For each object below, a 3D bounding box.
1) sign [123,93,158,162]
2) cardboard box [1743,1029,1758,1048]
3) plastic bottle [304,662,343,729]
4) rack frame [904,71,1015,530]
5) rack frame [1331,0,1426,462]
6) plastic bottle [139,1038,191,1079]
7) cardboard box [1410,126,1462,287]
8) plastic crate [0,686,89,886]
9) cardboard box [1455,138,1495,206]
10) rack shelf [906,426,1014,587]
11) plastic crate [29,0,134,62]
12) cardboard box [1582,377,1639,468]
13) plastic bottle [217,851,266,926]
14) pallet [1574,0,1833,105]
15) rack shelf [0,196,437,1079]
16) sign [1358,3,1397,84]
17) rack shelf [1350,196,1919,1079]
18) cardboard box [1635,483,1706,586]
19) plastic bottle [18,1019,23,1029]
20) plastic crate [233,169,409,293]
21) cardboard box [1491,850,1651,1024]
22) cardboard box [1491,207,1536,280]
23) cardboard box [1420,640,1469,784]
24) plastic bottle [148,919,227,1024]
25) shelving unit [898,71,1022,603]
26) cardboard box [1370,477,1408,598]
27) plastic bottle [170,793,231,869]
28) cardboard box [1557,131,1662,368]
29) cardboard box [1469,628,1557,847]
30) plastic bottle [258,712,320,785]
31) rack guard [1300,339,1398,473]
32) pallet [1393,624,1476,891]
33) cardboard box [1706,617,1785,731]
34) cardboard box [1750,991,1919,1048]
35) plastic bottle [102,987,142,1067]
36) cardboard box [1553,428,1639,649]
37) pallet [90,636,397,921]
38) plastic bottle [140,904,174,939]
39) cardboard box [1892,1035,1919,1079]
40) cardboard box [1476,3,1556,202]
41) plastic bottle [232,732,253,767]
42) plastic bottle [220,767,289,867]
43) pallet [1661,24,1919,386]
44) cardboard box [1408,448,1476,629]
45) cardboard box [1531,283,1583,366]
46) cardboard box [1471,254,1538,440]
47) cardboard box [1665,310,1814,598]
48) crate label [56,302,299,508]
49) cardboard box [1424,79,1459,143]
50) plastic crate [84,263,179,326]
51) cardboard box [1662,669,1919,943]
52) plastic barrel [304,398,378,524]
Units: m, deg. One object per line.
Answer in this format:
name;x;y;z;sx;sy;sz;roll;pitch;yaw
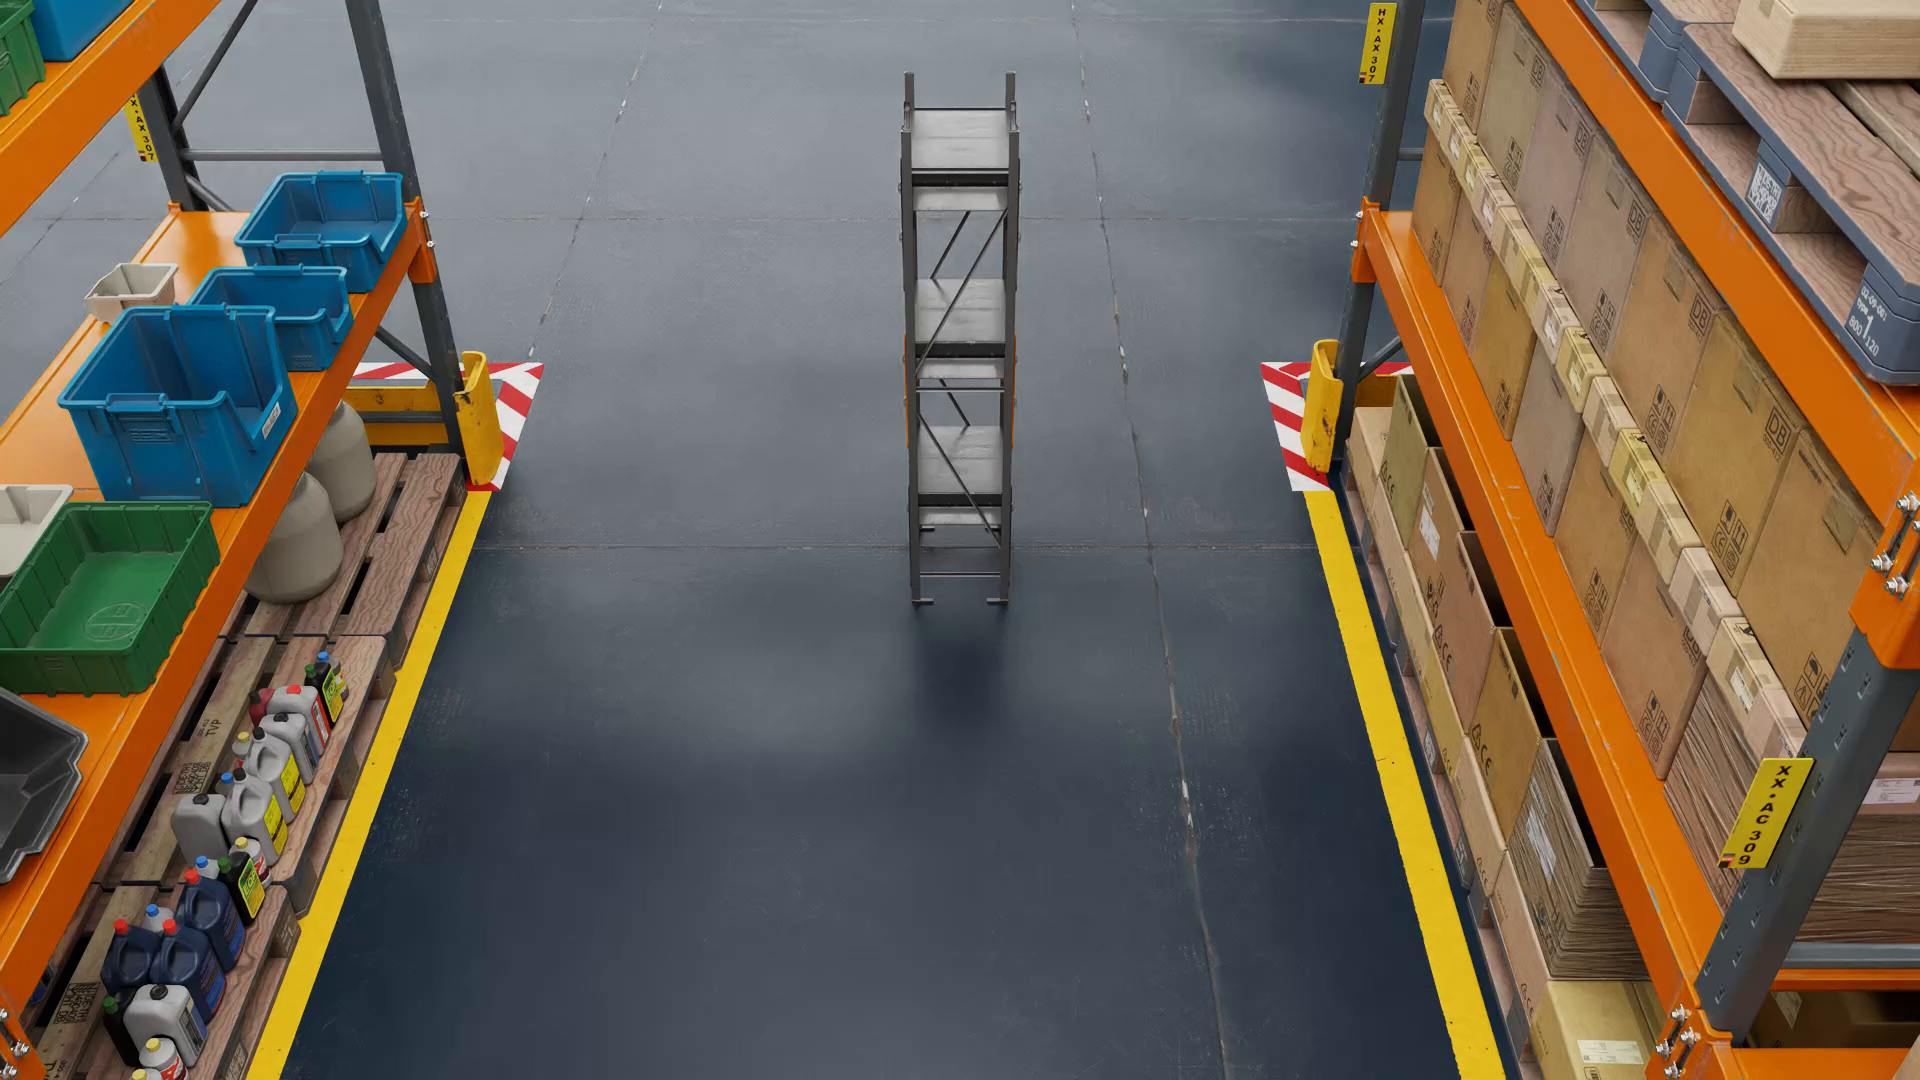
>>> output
sign;-3.311;-1.682;6.729;0.100;0.325;0.005;0;39;0
cardboard box;2.499;1.547;4.784;0.500;0.250;0.500;0;39;0
plastic bottle;-2.302;0.538;6.001;0.061;0.283;0.133;1;39;1
rack frame;0.000;-0.868;6.655;0.400;2.100;0.015;0;39;0
rack frame;2.192;-1.573;6.814;1.000;3.000;0.127;0;39;0
plastic bottle;-2.319;1.523;4.837;0.097;0.201;0.097;0;39;0
cardboard box;2.180;-1.320;6.419;0.700;0.500;0.500;0;39;0
plastic crate;-2.630;0.626;4.119;0.767;0.338;0.504;0;39;0
cardboard box;1.979;-1.299;5.873;0.380;0.149;0.250;0;39;0
rack shelf;0.000;-0.159;6.910;0.431;0.518;0.480;0;39;0
plastic crate;-2.458;-1.544;4.392;0.392;0.384;0.575;0;39;0
cardboard box;1.982;-0.328;4.662;0.380;0.149;0.250;1;39;1
plastic bottle;-2.301;1.091;5.310;0.061;0.283;0.133;2;39;2
pallet;2.171;-1.502;4.398;1.003;0.211;1.213;0;39;0
rack shelf;-2.759;-0.040;5.477;1.077;0.370;4.000;0;39;0
sign;1.637;-1.945;6.523;0.100;0.325;0.005;0;39;0
rack shelf;2.194;-0.042;5.479;1.077;0.370;4.000;0;39;0
cardboard box;1.980;-0.016;4.273;0.380;0.149;0.250;0;39;0
plastic bottle;-2.901;1.389;4.885;0.144;0.351;0.185;0;39;0
plastic crate;-2.461;-1.201;6.469;0.499;0.251;0.616;0;39;0
cardboard box;1.987;1.235;5.173;0.500;0.250;0.500;0;39;0
cardboard box;1.980;-0.974;5.468;0.380;0.149;0.250;-1;39;-2
cardboard box;1.970;0.610;5.954;0.500;0.250;0.500;0;39;0
plastic bottle;-2.343;1.286;5.012;0.144;0.351;0.185;1;39;1
shelving unit;0.000;-0.716;6.464;0.431;2.100;0.503;0;39;0
cardboard box;1.975;-0.016;6.734;0.500;0.250;0.500;0;39;0
plastic bottle;-2.491;0.948;5.495;0.152;0.276;0.135;0;39;0
cardboard box;2.188;-0.836;4.777;0.700;0.500;0.500;0;39;0
cardboard box;1.984;0.630;5.329;0.500;0.500;0.500;0;39;0
plastic bottle;-2.348;0.712;5.789;0.152;0.276;0.135;-1;39;-1
rack guard;2.192;-0.613;7.615;1.175;0.500;0.348;0;39;0
pallet;2.233;0.754;6.140;1.003;0.211;1.213;0;39;0
cardboard box;1.984;0.312;3.864;0.380;0.149;0.250;-1;39;-1
cardboard box;2.509;1.255;4.549;0.500;0.500;0.500;0;39;0
plastic bottle;-2.453;1.417;4.904;0.061;0.283;0.133;0;39;0
cardboard box;2.186;-0.032;4.811;0.700;0.500;0.500;1;39;1
pallet;-2.720;0.833;6.042;1.003;0.211;1.213;0;39;0
plastic bottle;-2.464;1.227;5.150;0.097;0.271;0.097;0;39;0
cardboard box;2.241;1.295;3.356;0.500;0.250;0.500;2;39;3
cardboard box;2.186;-1.464;5.561;0.700;0.500;0.500;-1;39;-1
plastic bottle;-2.472;0.753;5.798;0.097;0.201;0.097;0;39;0
plastic bottle;-2.343;0.903;5.491;0.144;0.351;0.185;0;39;0
pallet;2.170;-0.741;3.448;1.003;0.211;1.213;0;39;0
cardboard box;1.986;0.004;6.109;0.500;0.500;0.500;0;39;0
cardboard box;1.978;-0.658;5.074;0.380;0.149;0.250;0;39;0
cardboard box;2.180;-0.681;5.621;0.700;0.500;0.500;0;39;0
cardboard box;2.188;-0.210;3.997;0.700;0.500;0.500;0;39;0
crate label;-2.489;-0.435;5.366;0.502;0.435;0.616;0;39;0
cardboard box;1.977;-1.620;6.274;0.380;0.149;0.250;0;39;0
plastic crate;-3.082;-0.909;6.197;0.298;0.136;0.250;0;39;0
cardboard box;2.190;0.612;4.008;0.700;0.500;0.500;-1;39;-1
plastic barrel;-2.684;-0.353;6.946;0.421;0.512;0.421;0;39;0
